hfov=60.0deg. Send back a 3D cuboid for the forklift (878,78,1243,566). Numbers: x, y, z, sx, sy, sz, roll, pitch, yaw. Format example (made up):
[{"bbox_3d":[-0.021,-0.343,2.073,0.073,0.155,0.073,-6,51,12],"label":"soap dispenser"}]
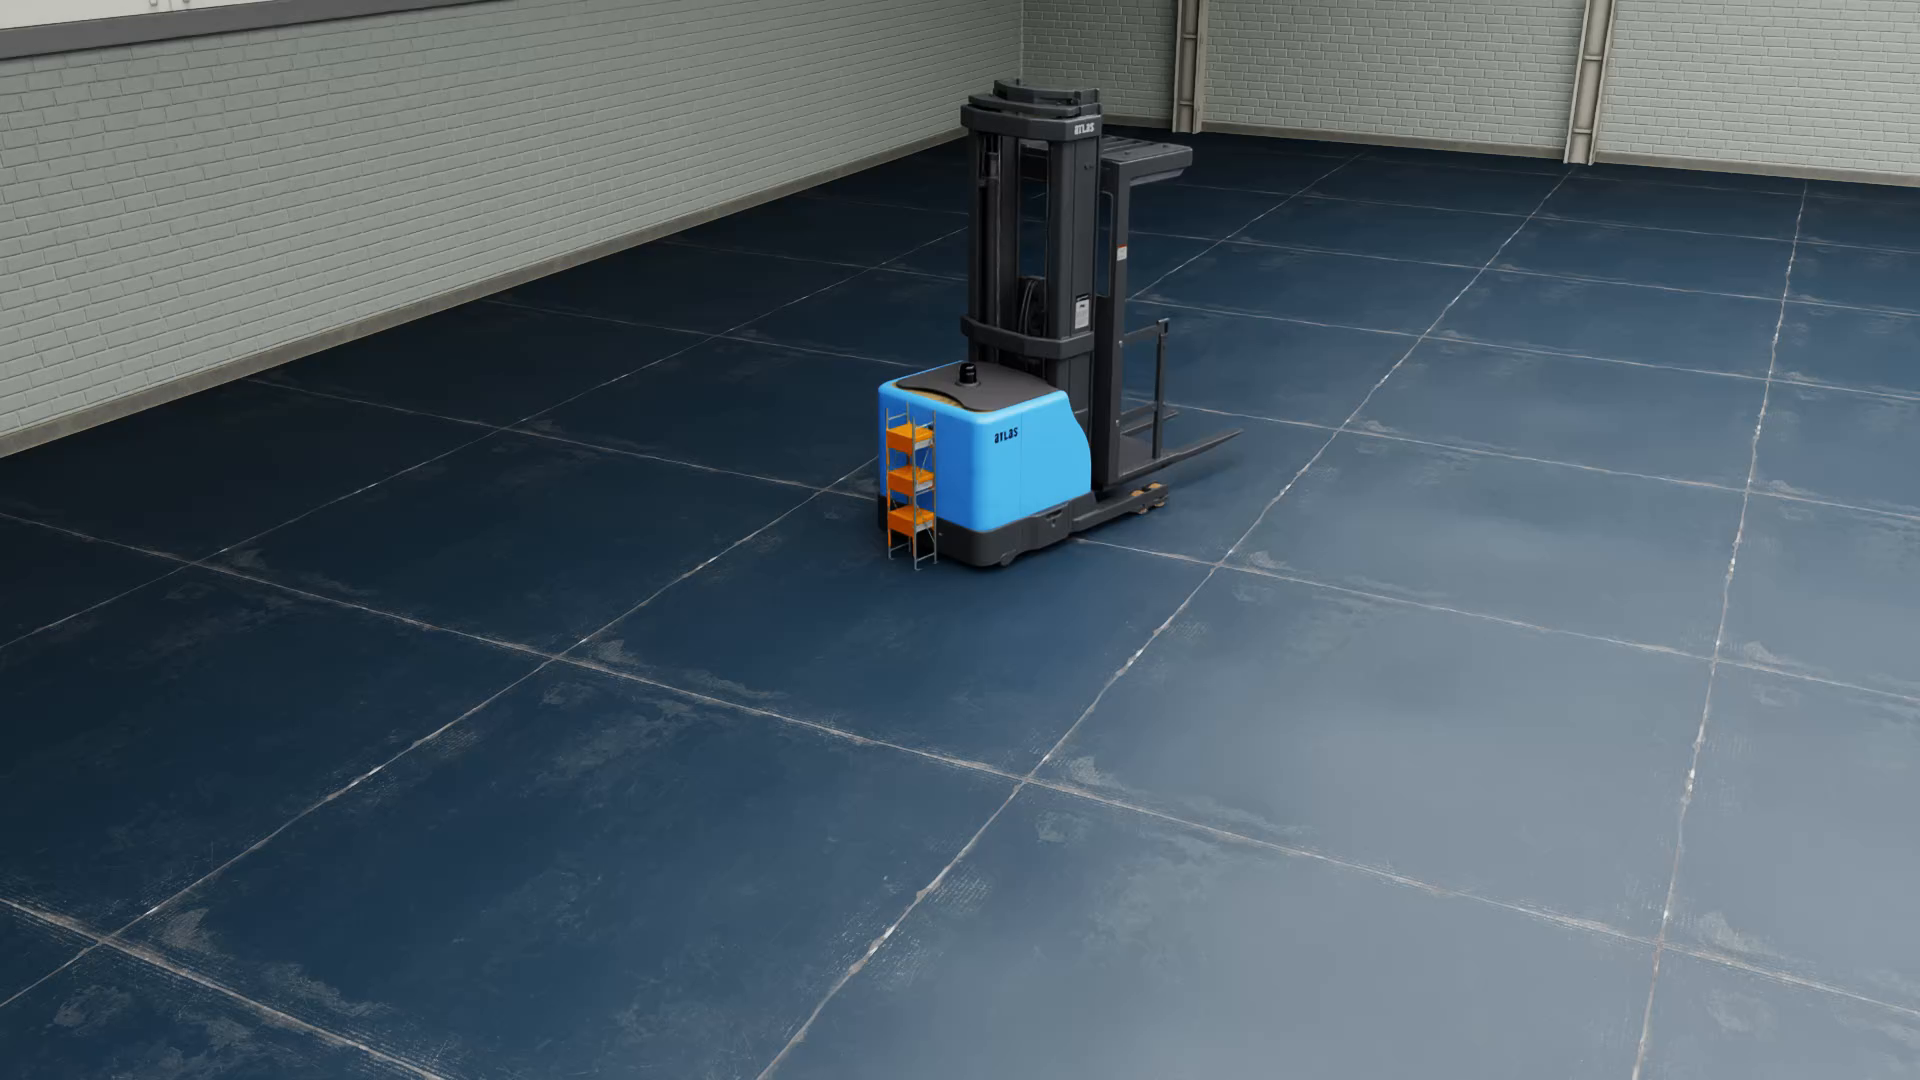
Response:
[{"bbox_3d":[0.845,-1.657,11.402,3.031,2.935,1.130,-21,31,-40],"label":"forklift"}]

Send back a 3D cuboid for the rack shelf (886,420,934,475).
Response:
[{"bbox_3d":[-0.312,-0.591,10.600,0.240,0.259,0.215,21,31,40],"label":"rack shelf"}]

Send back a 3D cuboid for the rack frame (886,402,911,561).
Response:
[{"bbox_3d":[-0.399,-0.373,10.785,0.008,1.050,0.200,21,31,40],"label":"rack frame"}]

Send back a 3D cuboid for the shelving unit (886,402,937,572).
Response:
[{"bbox_3d":[-0.312,-0.339,10.707,0.252,1.050,0.215,21,31,40],"label":"shelving unit"}]

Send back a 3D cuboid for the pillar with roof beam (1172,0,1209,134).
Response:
[{"bbox_3d":[1.691,-9.183,21.345,0.400,9.000,9.100,11,25,25],"label":"pillar with roof beam"}]

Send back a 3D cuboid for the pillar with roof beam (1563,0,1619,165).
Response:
[{"bbox_3d":[7.046,-8.124,18.853,0.400,9.000,9.100,11,25,25],"label":"pillar with roof beam"}]

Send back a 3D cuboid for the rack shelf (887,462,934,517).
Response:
[{"bbox_3d":[-0.312,-0.330,10.711,0.240,0.259,0.215,21,31,40],"label":"rack shelf"}]

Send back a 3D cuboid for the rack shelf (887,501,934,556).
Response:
[{"bbox_3d":[-0.312,-0.074,10.820,0.240,0.259,0.215,21,31,40],"label":"rack shelf"}]

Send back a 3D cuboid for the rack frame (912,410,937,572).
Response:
[{"bbox_3d":[-0.224,-0.306,10.628,0.008,1.050,0.200,21,31,40],"label":"rack frame"}]
